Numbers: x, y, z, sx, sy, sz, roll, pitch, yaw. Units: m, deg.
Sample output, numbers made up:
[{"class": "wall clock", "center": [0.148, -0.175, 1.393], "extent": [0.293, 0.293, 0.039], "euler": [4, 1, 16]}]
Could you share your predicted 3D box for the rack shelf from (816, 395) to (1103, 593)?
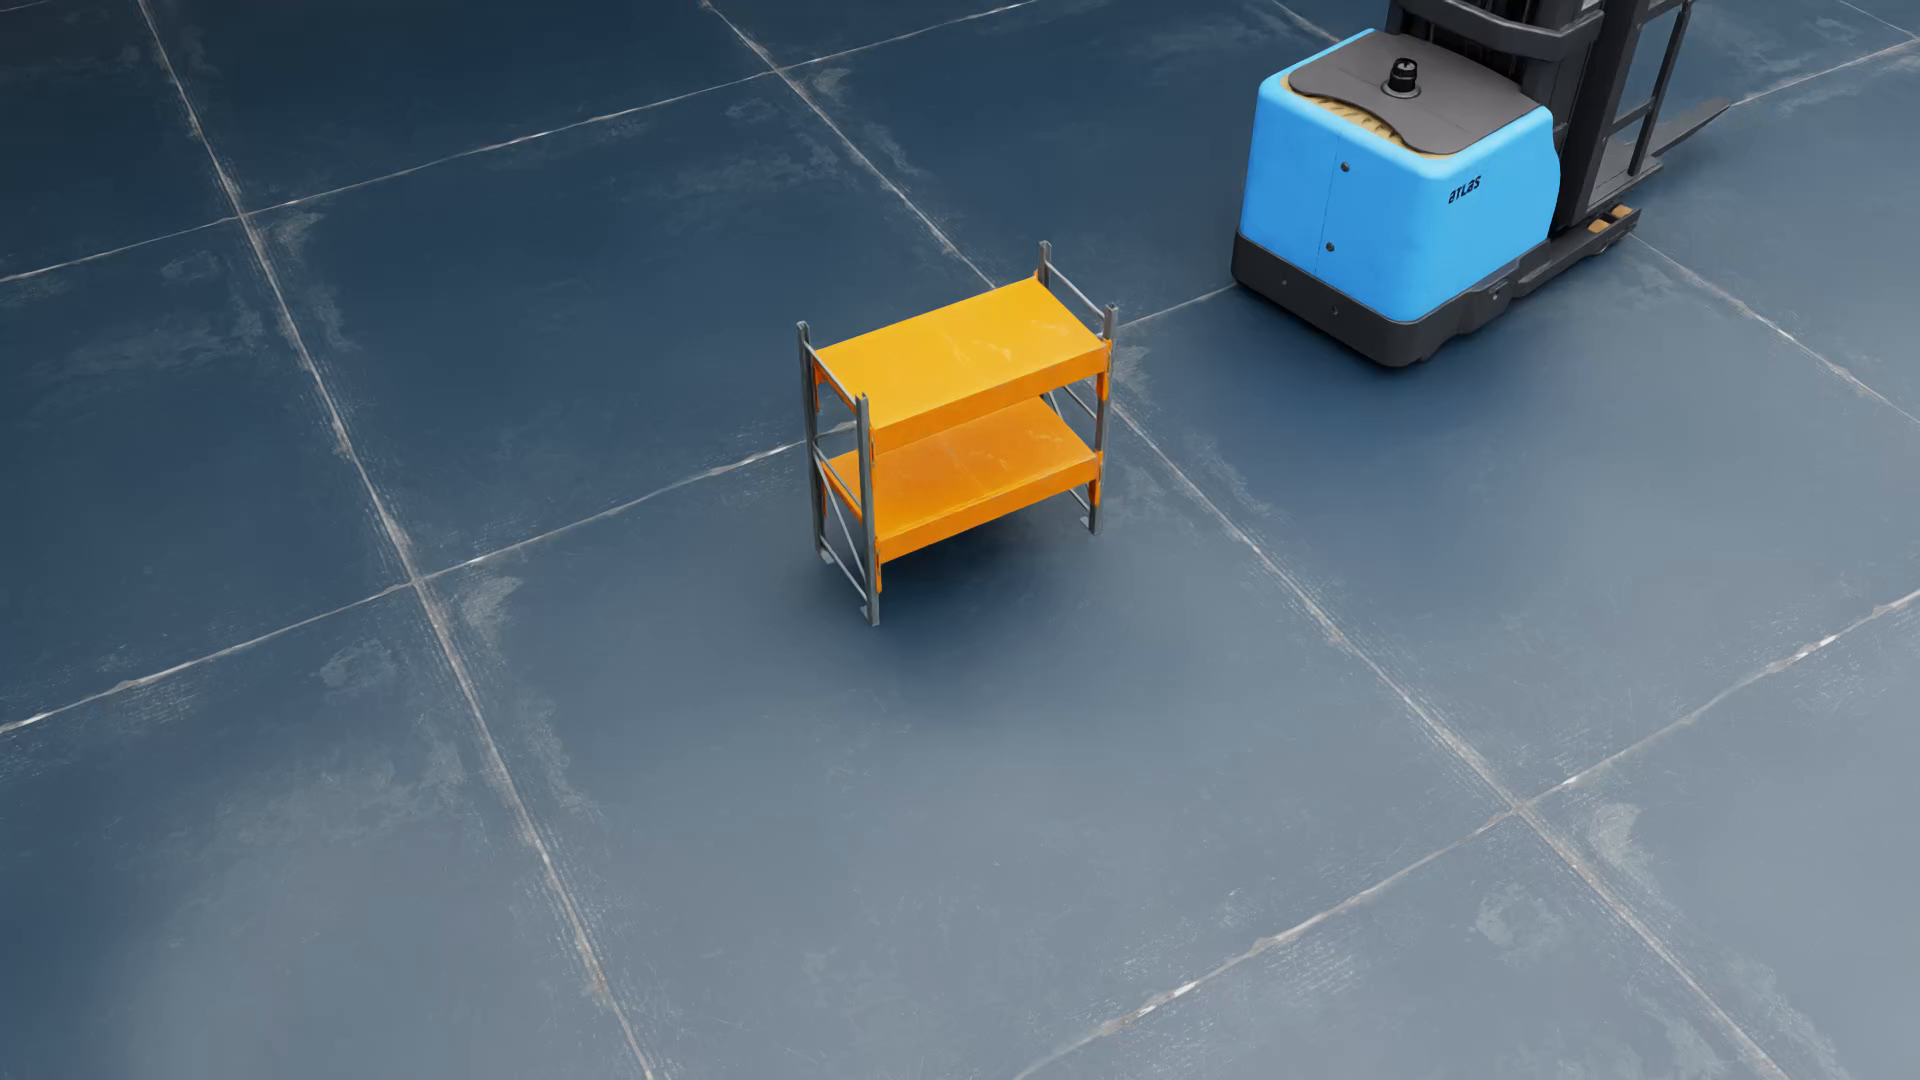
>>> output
[{"class": "rack shelf", "center": [-0.006, -0.226, 6.526], "extent": [1.000, 0.278, 0.538], "euler": [-22, 48, -21]}]

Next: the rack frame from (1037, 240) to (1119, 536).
[{"class": "rack frame", "center": [0.435, -0.578, 6.538], "extent": [0.032, 1.125, 0.500], "euler": [-22, 48, -21]}]

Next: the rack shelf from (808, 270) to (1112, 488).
[{"class": "rack shelf", "center": [-0.006, -0.611, 6.152], "extent": [1.000, 0.278, 0.538], "euler": [-22, 48, -21]}]

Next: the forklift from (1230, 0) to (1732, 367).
[{"class": "forklift", "center": [2.741, -2.710, 7.438], "extent": [3.031, 2.935, 1.130], "euler": [-31, 52, -28]}]

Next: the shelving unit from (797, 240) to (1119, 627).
[{"class": "shelving unit", "center": [-0.006, -0.401, 6.356], "extent": [1.048, 1.125, 0.538], "euler": [-22, 48, -21]}]

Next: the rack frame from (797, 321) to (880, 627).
[{"class": "rack frame", "center": [-0.447, -0.225, 6.174], "extent": [0.032, 1.125, 0.500], "euler": [-22, 48, -21]}]
